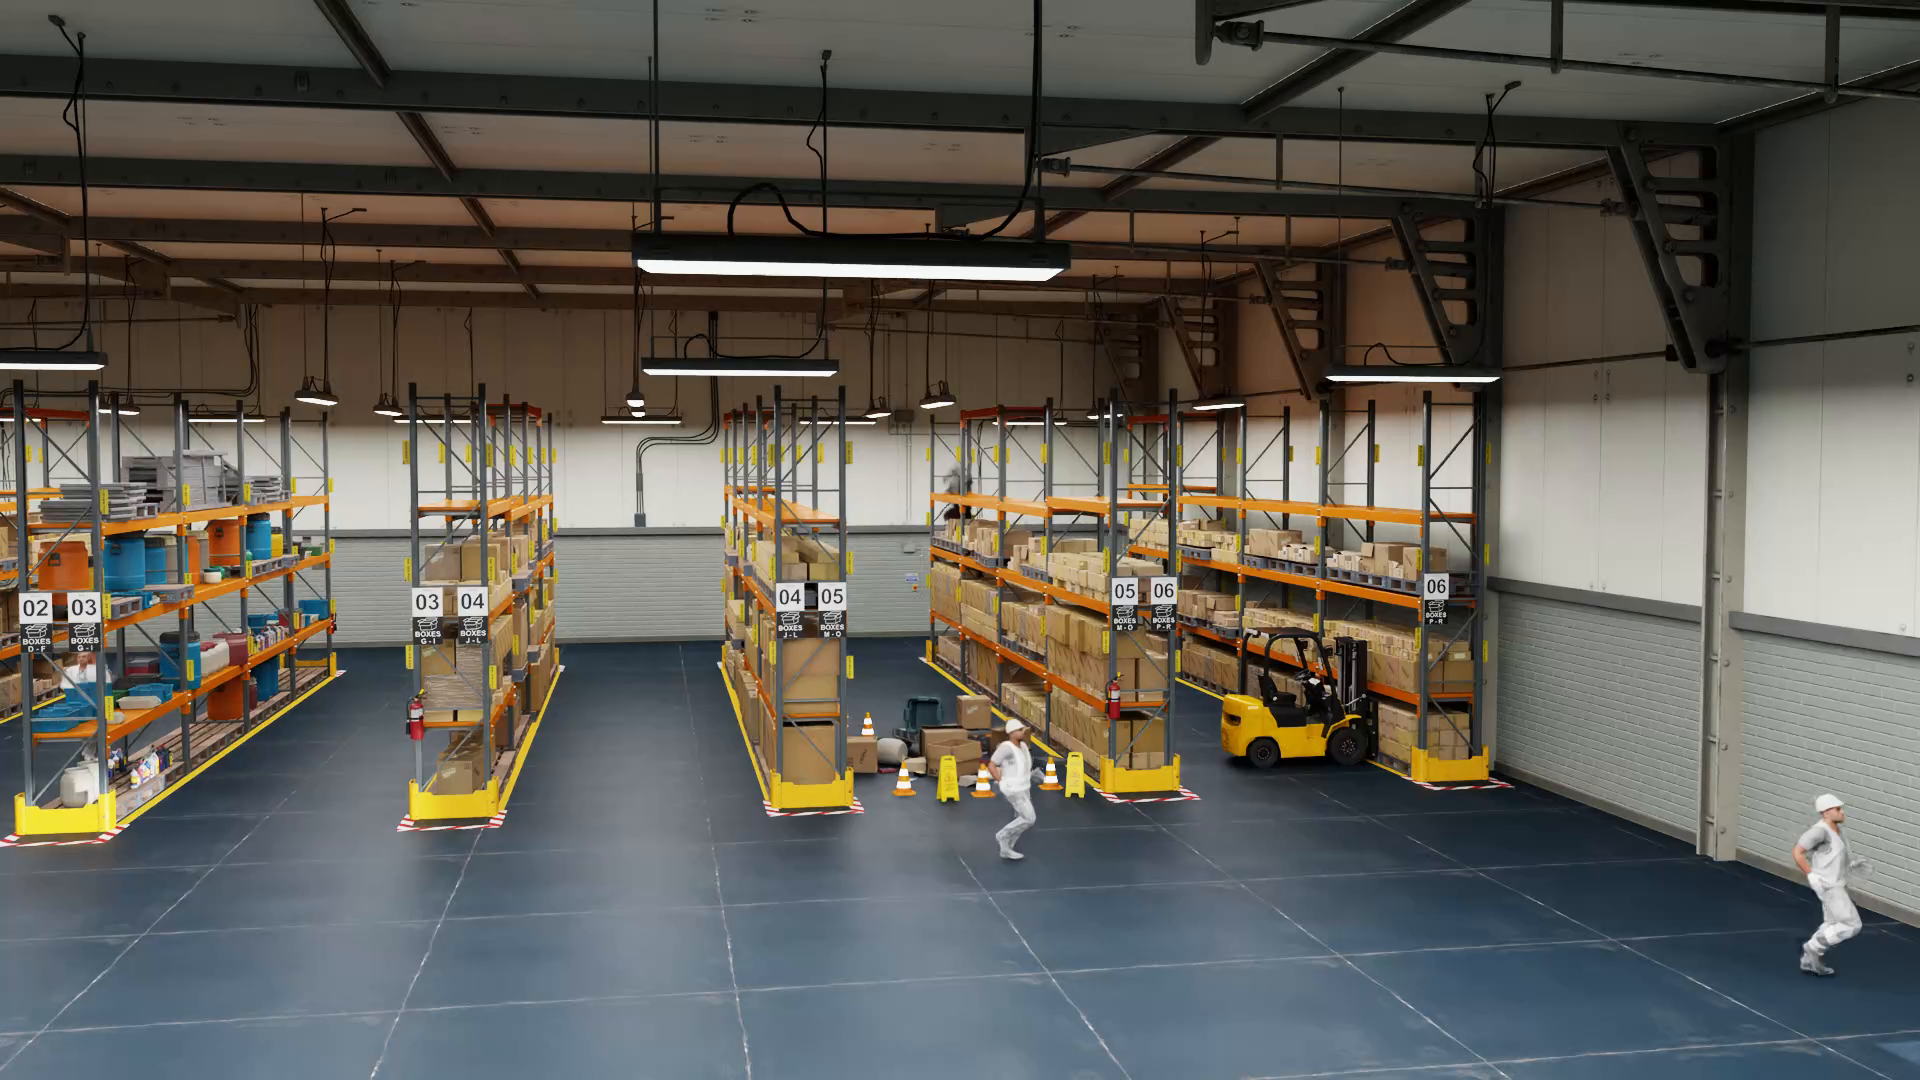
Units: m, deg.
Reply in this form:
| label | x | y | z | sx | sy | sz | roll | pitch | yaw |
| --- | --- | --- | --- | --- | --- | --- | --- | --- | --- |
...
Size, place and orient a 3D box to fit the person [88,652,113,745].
| label | x | y | z | sx | sy | sz | roll | pitch | yaw |
| --- | --- | --- | --- | --- | --- | --- | --- | --- | --- |
| person | -14.788 | 2.698 | 28.359 | 0.650 | 1.754 | 0.647 | 0 | 3 | -7 |

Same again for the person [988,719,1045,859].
| label | x | y | z | sx | sy | sz | roll | pitch | yaw |
| --- | --- | --- | --- | --- | --- | --- | --- | --- | --- |
| person | 0.740 | 3.082 | 20.535 | 0.597 | 1.736 | 0.676 | 1 | 3 | 25 |

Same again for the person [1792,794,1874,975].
| label | x | y | z | sx | sy | sz | roll | pitch | yaw |
| --- | --- | --- | --- | --- | --- | --- | --- | --- | --- |
| person | 8.366 | 3.307 | 15.882 | 0.615 | 1.743 | 0.643 | 3 | 4 | 44 |

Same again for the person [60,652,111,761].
| label | x | y | z | sx | sy | sz | roll | pitch | yaw |
| --- | --- | --- | --- | --- | --- | --- | --- | --- | --- |
| person | -14.389 | 2.731 | 27.347 | 0.672 | 1.850 | 0.842 | -1 | 3 | -12 |
